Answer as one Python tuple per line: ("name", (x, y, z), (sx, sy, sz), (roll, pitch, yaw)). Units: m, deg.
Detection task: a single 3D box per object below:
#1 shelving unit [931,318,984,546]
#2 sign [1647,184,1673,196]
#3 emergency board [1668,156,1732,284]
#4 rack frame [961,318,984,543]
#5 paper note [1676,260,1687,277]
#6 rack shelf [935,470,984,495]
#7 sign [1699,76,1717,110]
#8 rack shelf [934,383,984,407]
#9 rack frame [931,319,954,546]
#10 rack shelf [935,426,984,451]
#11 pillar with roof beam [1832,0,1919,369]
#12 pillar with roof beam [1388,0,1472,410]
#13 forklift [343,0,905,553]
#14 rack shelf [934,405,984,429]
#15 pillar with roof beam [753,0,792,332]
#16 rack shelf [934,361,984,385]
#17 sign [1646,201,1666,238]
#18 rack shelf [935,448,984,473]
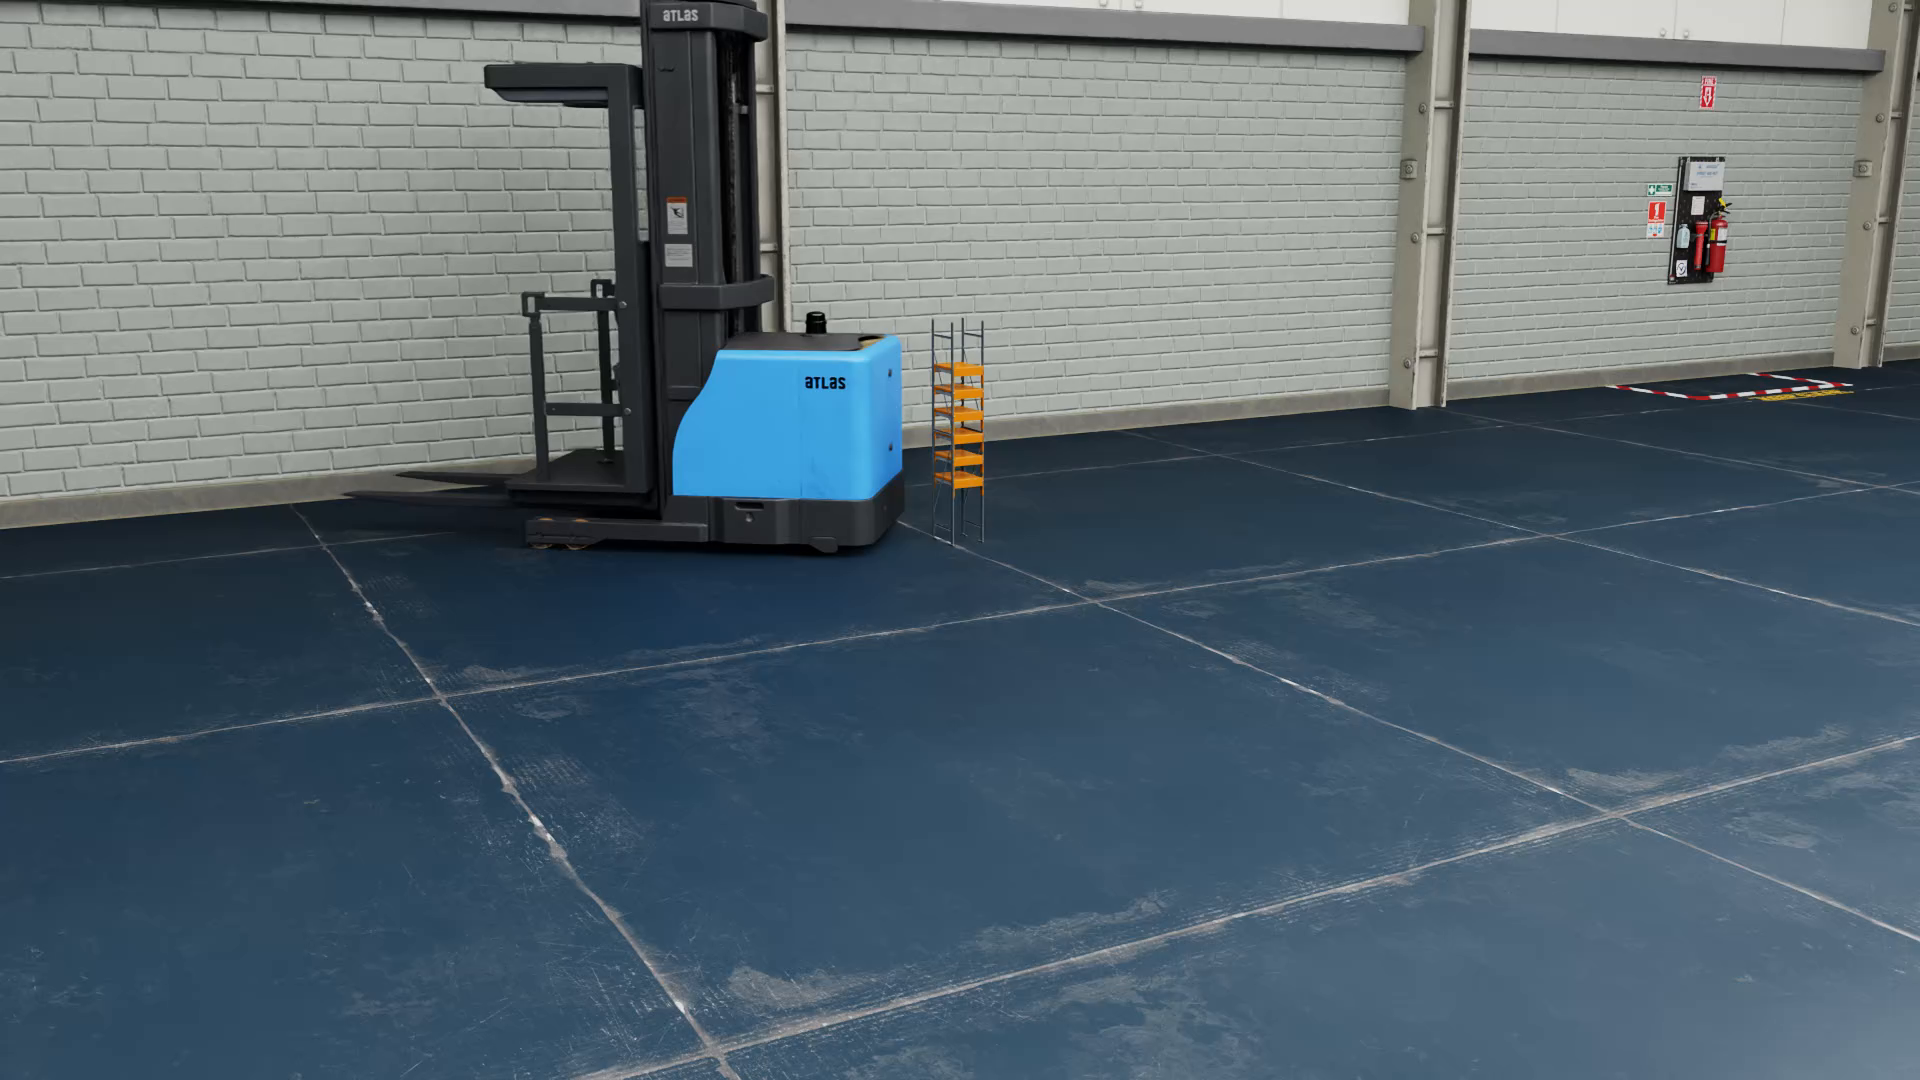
("shelving unit", (-0.013, -0.584, 8.971), (0.189, 1.200, 0.258), (-7, 14, -28))
("sign", (6.448, -3.224, 15.316), (0.331, 0.109, 0.001), (-7, 14, -28))
("emergency board", (6.975, -2.988, 15.554), (0.643, 1.169, 0.194), (-7, 14, -28))
("rack frame", (0.068, -0.593, 9.013), (0.006, 1.200, 0.240), (-7, 14, -28))
("paper note", (6.786, -2.553, 15.627), (0.142, 0.148, 0.016), (-7, 14, -28))
("rack shelf", (-0.013, -0.306, 9.033), (0.180, 0.103, 0.258), (-7, 14, -28))
("sign", (6.920, -4.137, 15.381), (0.199, 0.298, 0.001), (-7, 14, -28))
("rack shelf", (-0.013, -0.775, 8.928), (0.180, 0.103, 0.258), (-7, 14, -28))
("rack frame", (-0.093, -0.574, 8.928), (0.006, 1.200, 0.240), (-7, 14, -28))
("rack shelf", (-0.013, -0.540, 8.980), (0.180, 0.103, 0.258), (-7, 14, -28))
("pillar with roof beam", (11.225, -5.338, 12.331), (0.400, 9.000, 9.100), (-7, 14, -28))
("pillar with roof beam", (5.958, -4.706, 9.526), (0.400, 9.000, 9.100), (-7, 14, -28))
("forklift", (-1.879, -1.488, 9.046), (3.031, 2.935, 1.130), (2, 13, 8))
("rack shelf", (-0.013, -0.658, 8.954), (0.180, 0.103, 0.258), (-7, 14, -28))
("pillar with roof beam", (0.692, -4.075, 6.722), (0.400, 9.000, 9.100), (-7, 14, -28))
("rack shelf", (-0.013, -0.892, 8.901), (0.180, 0.103, 0.258), (-7, 14, -28))
("sign", (6.440, -2.967, 15.380), (0.234, 0.329, 0.001), (-7, 14, -28))
("rack shelf", (-0.013, -0.423, 9.007), (0.180, 0.103, 0.258), (-7, 14, -28))
